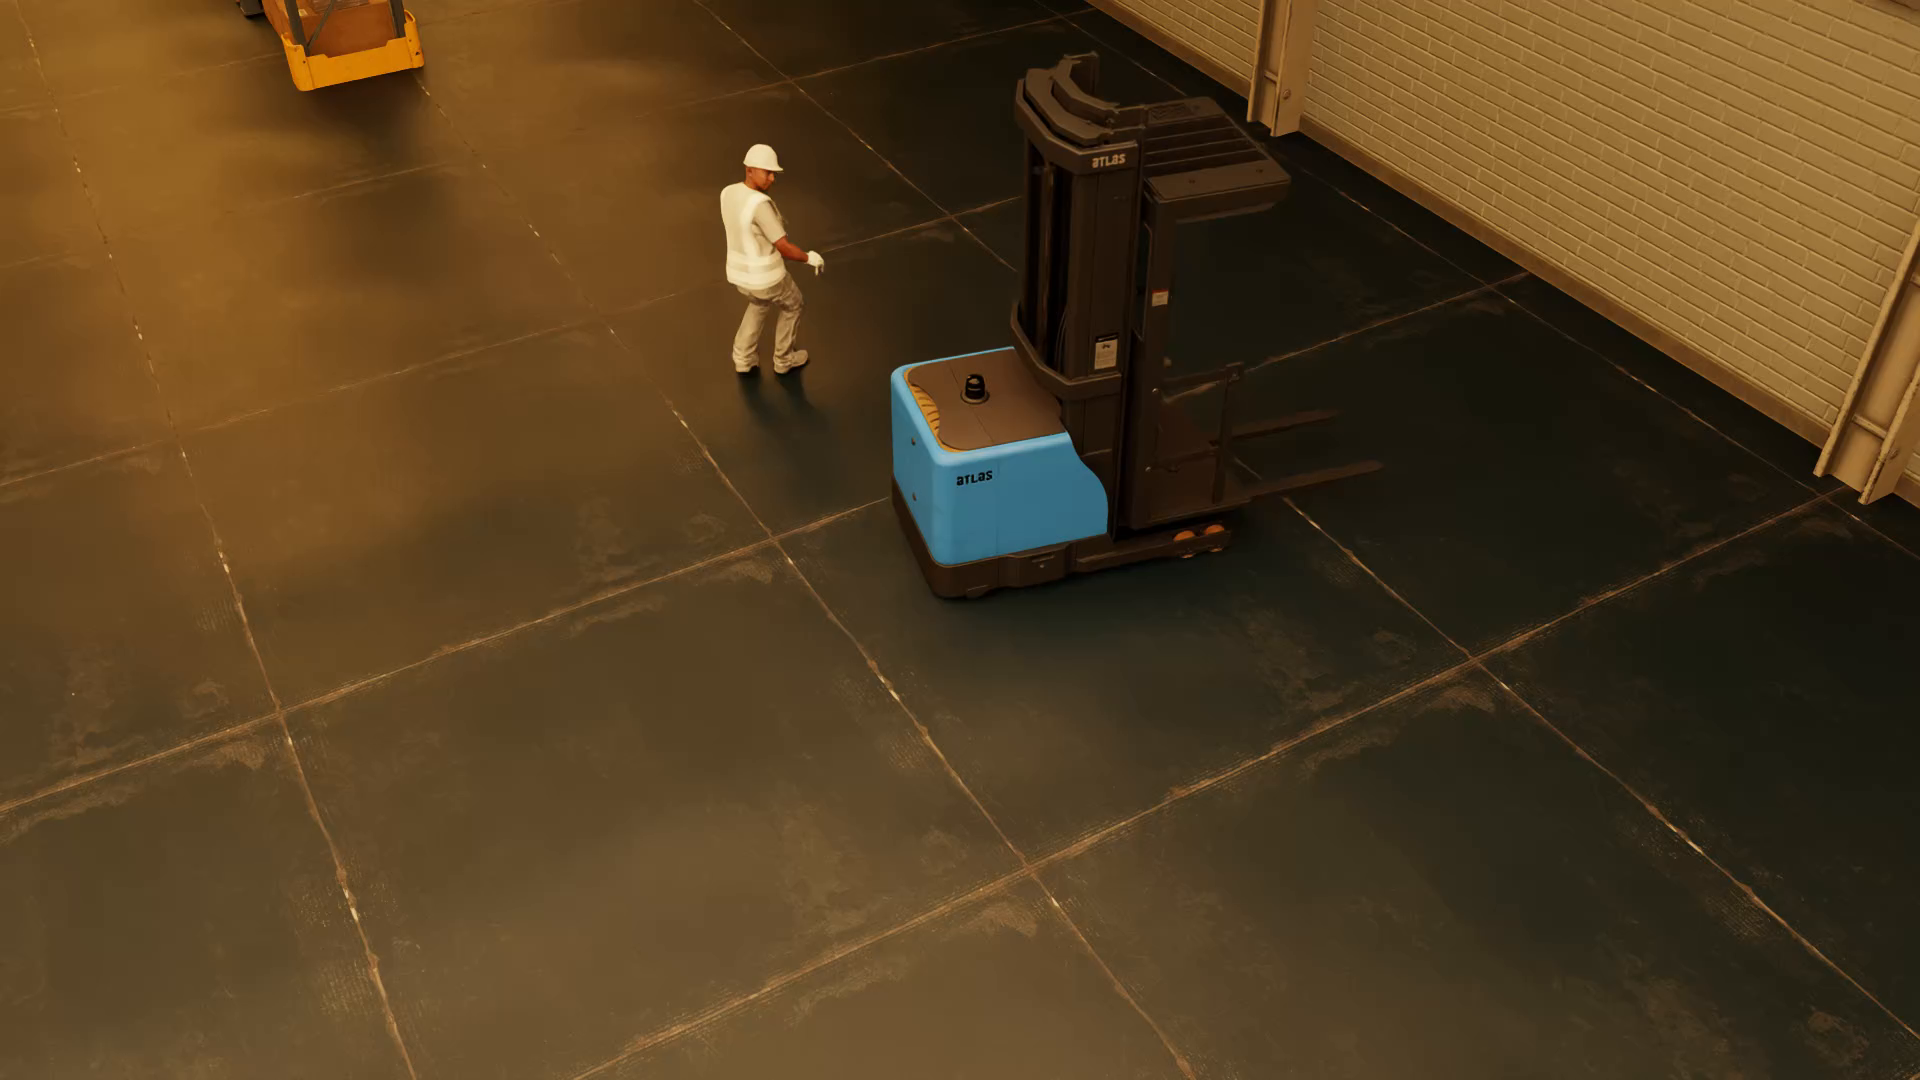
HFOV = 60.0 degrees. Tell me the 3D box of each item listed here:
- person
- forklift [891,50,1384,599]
[{"bbox_3d":[-1.269,-1.890,11.302,0.822,1.702,0.721,28,47,30],"label":"person"},{"bbox_3d":[1.149,-1.329,9.638,3.031,2.935,1.130,-12,41,-14],"label":"forklift"}]
